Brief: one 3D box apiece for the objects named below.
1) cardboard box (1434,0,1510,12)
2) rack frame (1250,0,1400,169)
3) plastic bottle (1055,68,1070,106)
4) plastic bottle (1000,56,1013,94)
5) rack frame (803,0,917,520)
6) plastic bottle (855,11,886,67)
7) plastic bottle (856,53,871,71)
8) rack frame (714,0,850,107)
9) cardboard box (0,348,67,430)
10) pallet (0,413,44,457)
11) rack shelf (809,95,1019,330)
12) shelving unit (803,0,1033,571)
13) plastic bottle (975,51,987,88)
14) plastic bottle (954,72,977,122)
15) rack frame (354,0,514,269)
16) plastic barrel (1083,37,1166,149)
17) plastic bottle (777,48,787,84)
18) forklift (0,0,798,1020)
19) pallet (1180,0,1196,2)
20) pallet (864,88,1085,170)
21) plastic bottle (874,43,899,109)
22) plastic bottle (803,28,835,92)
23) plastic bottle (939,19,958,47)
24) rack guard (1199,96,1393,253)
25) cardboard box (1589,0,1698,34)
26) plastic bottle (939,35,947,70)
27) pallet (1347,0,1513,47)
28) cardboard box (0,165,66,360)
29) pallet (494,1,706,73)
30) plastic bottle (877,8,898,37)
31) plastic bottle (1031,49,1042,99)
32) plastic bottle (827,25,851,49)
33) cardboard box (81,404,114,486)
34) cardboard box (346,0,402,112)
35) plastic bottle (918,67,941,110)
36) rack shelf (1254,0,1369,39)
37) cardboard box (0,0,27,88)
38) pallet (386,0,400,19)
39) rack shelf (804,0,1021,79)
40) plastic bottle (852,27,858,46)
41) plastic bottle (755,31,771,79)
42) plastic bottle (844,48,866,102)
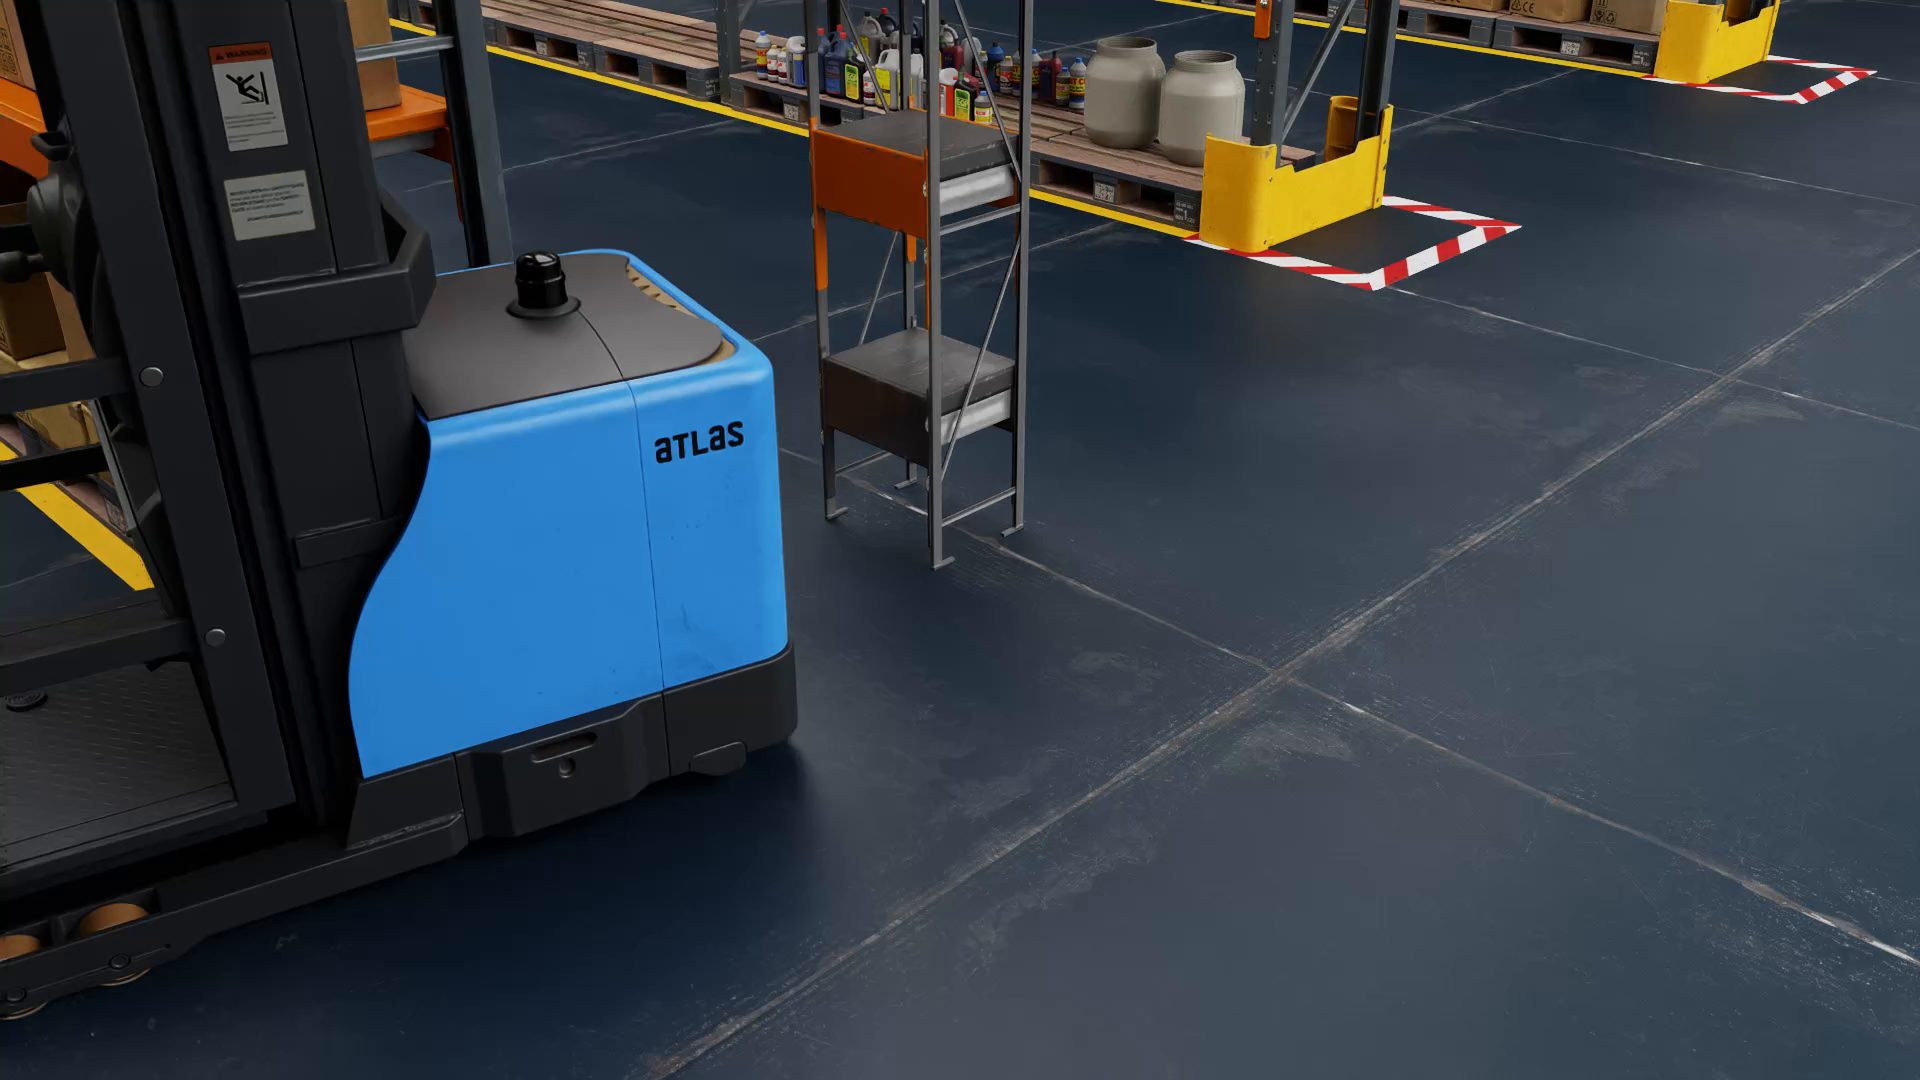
[{"bbox_3d":[3.898,-4.231,12.308,0.500,0.500,0.500,-21,34,-35],"label":"cardboard box"},{"bbox_3d":[1.742,-2.904,7.551,0.127,3.000,1.000,25,36,38],"label":"rack frame"},{"bbox_3d":[0.594,-2.589,9.485,0.097,0.201,0.097,0,28,0],"label":"plastic bottle"},{"bbox_3d":[0.282,-2.732,9.757,0.097,0.201,0.097,0,28,0],"label":"plastic bottle"},{"bbox_3d":[-0.292,-1.063,5.015,0.015,2.100,0.400,25,36,38],"label":"rack frame"},{"bbox_3d":[-0.550,-3.070,10.238,0.185,0.351,0.144,25,36,38],"label":"plastic bottle"},{"bbox_3d":[-0.560,-2.698,9.618,0.097,0.271,0.097,0,28,0],"label":"plastic bottle"},{"bbox_3d":[-1.110,-4.210,10.033,0.127,3.000,1.000,25,36,38],"label":"rack frame"},{"bbox_3d":[-3.045,-0.629,5.727,0.500,0.250,0.500,25,36,38],"label":"cardboard box"},{"bbox_3d":[-3.174,-0.661,6.281,1.213,0.211,1.003,25,36,38],"label":"pallet"},{"bbox_3d":[-0.118,-0.971,4.870,0.480,0.518,0.431,25,36,38],"label":"rack shelf"},{"bbox_3d":[-0.118,-0.983,4.864,0.503,2.100,0.431,25,36,38],"label":"shelving unit"},{"bbox_3d":[0.135,-2.799,9.885,0.097,0.201,0.097,0,28,0],"label":"plastic bottle"},{"bbox_3d":[0.029,-2.383,9.004,0.061,0.283,0.133,-24,36,-38],"label":"plastic bottle"},{"bbox_3d":[-1.733,-1.262,4.427,0.127,3.000,1.000,25,36,38],"label":"rack frame"},{"bbox_3d":[0.862,-2.342,8.703,0.421,0.512,0.421,0,28,0],"label":"plastic barrel"},{"bbox_3d":[-1.045,-2.850,9.981,0.097,0.201,0.097,0,28,0],"label":"plastic bottle"},{"bbox_3d":[-1.941,-0.602,3.245,3.031,2.935,1.130,-15,31,-27],"label":"forklift"},{"bbox_3d":[1.806,-4.873,14.290,1.213,0.211,1.003,25,36,38],"label":"pallet"},{"bbox_3d":[0.214,-2.344,9.481,1.213,0.211,1.003,25,36,38],"label":"pallet"},{"bbox_3d":[-0.388,-2.630,9.403,0.185,0.351,0.144,24,36,38],"label":"plastic bottle"},{"bbox_3d":[-0.825,-2.831,9.784,0.144,0.351,0.185,-24,36,-38],"label":"plastic bottle"},{"bbox_3d":[-0.082,-2.949,10.010,0.185,0.351,0.144,24,36,38],"label":"plastic bottle"},{"bbox_3d":[1.655,-1.807,8.150,0.348,0.500,1.175,25,36,38],"label":"rack guard"},{"bbox_3d":[4.781,-3.837,11.559,0.500,0.500,0.500,-18,33,-30],"label":"cardboard box"},{"bbox_3d":[-0.135,-2.877,9.945,0.133,0.283,0.061,25,36,38],"label":"plastic bottle"},{"bbox_3d":[3.740,-4.014,12.656,1.213,0.211,1.003,25,36,38],"label":"pallet"},{"bbox_3d":[-3.048,-0.960,5.551,0.500,0.500,0.500,25,36,38],"label":"cardboard box"},{"bbox_3d":[-2.571,-3.617,11.902,1.213,0.211,1.003,25,36,38],"label":"pallet"},{"bbox_3d":[-0.449,-3.117,10.329,0.185,0.351,0.144,23,36,37],"label":"plastic bottle"},{"bbox_3d":[0.424,-2.698,9.618,0.097,0.271,0.097,0,28,0],"label":"plastic bottle"},{"bbox_3d":[-0.724,-2.879,9.875,0.185,0.351,0.144,25,36,38],"label":"plastic bottle"},{"bbox_3d":[-2.323,-0.308,5.115,0.500,0.250,0.500,25,36,38],"label":"cardboard box"},{"bbox_3d":[-2.057,-1.463,4.701,0.500,0.500,0.700,25,36,38],"label":"cardboard box"},{"bbox_3d":[-0.134,-2.484,9.205,0.135,0.276,0.152,23,36,37],"label":"plastic bottle"},{"bbox_3d":[0.316,-3.239,8.959,4.000,0.370,1.077,25,36,38],"label":"rack shelf"},{"bbox_3d":[-2.785,-1.796,5.336,0.500,0.500,0.700,25,37,39],"label":"cardboard box"},{"bbox_3d":[-4.554,-4.524,13.627,1.213,0.211,1.003,25,36,38],"label":"pallet"},{"bbox_3d":[-0.118,-1.591,4.545,0.480,0.518,0.431,25,36,38],"label":"rack shelf"},{"bbox_3d":[-0.633,-3.151,10.553,0.097,0.201,0.097,0,28,0],"label":"plastic bottle"},{"bbox_3d":[-1.190,-2.947,10.091,0.097,0.271,0.097,0,28,0],"label":"plastic bottle"},{"bbox_3d":[-0.602,-2.672,9.554,0.061,0.283,0.133,-23,36,-37],"label":"plastic bottle"}]
